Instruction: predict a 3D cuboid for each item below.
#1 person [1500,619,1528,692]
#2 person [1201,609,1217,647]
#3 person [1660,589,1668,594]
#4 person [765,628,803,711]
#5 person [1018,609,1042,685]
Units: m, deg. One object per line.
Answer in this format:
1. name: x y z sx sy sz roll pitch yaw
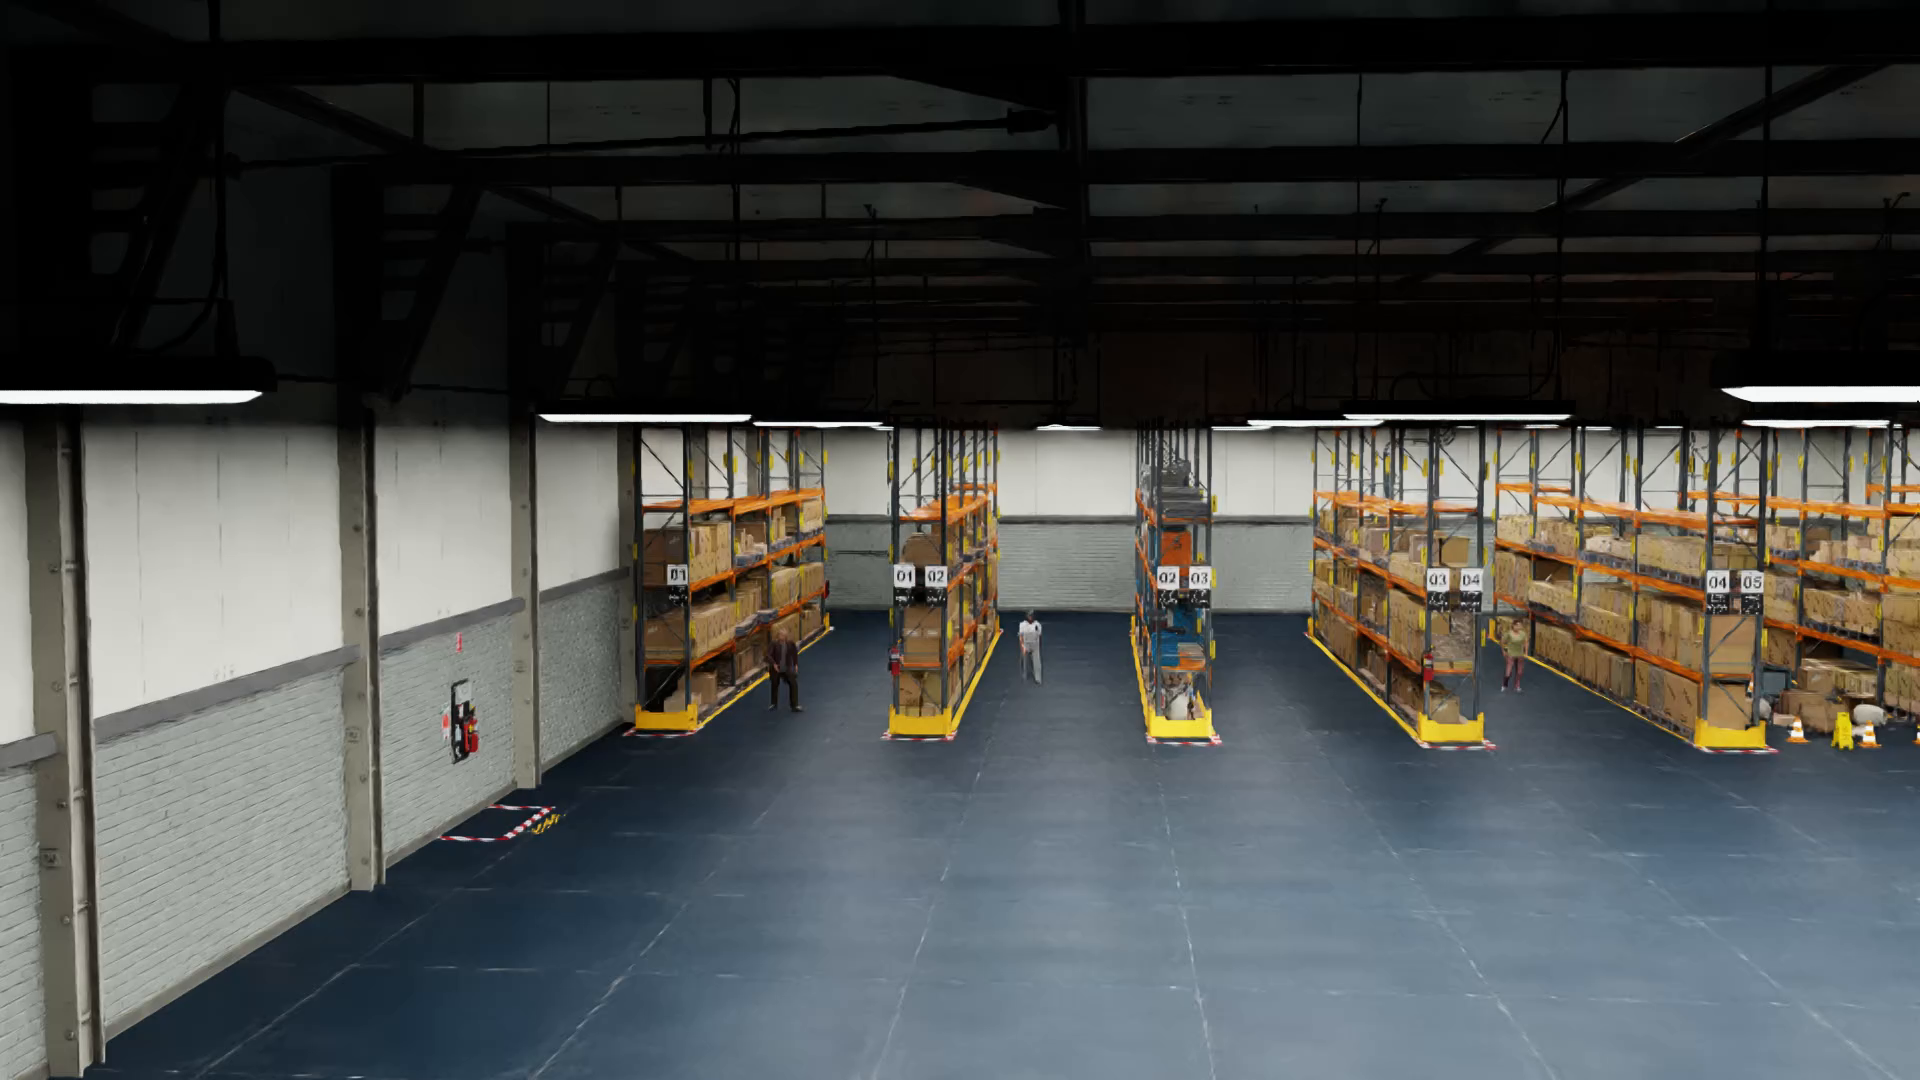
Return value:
1. person: 12.183 2.534 36.556 0.598 1.618 0.507 0 4 3
2. person: 6.367 2.045 44.003 0.660 1.599 0.785 -1 4 -16
3. person: 18.030 2.045 42.650 0.592 1.764 0.675 2 4 22
4. person: -3.631 2.635 34.008 0.728 1.722 0.852 -1 4 -15
5. person: 1.577 2.399 37.590 0.531 1.708 1.036 0 4 -4
